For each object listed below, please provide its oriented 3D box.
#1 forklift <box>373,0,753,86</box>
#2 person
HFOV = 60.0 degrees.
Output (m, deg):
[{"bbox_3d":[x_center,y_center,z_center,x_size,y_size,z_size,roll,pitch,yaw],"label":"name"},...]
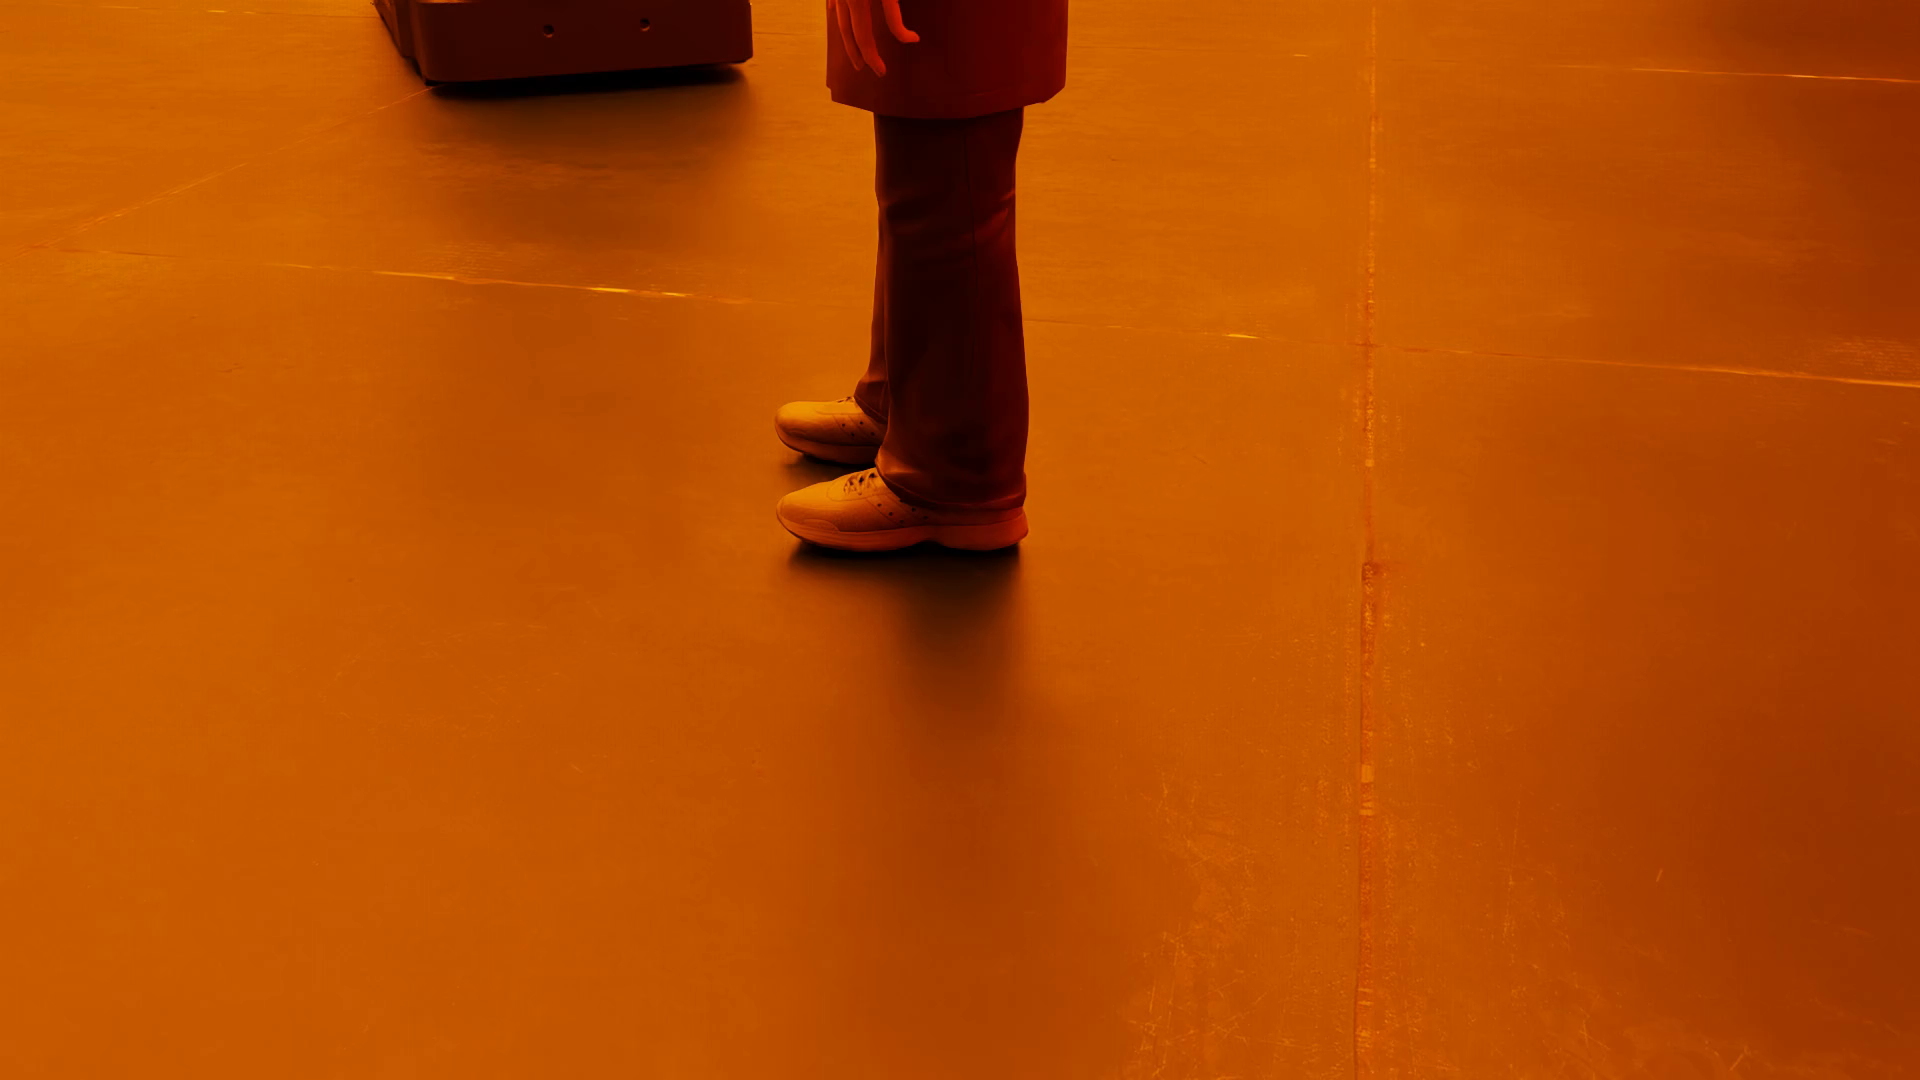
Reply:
[{"bbox_3d":[-1.702,-3.367,5.920,1.130,2.935,3.031,-10,29,-19],"label":"forklift"},{"bbox_3d":[-0.087,-0.811,2.118,0.582,1.776,0.696,6,27,11],"label":"person"}]
